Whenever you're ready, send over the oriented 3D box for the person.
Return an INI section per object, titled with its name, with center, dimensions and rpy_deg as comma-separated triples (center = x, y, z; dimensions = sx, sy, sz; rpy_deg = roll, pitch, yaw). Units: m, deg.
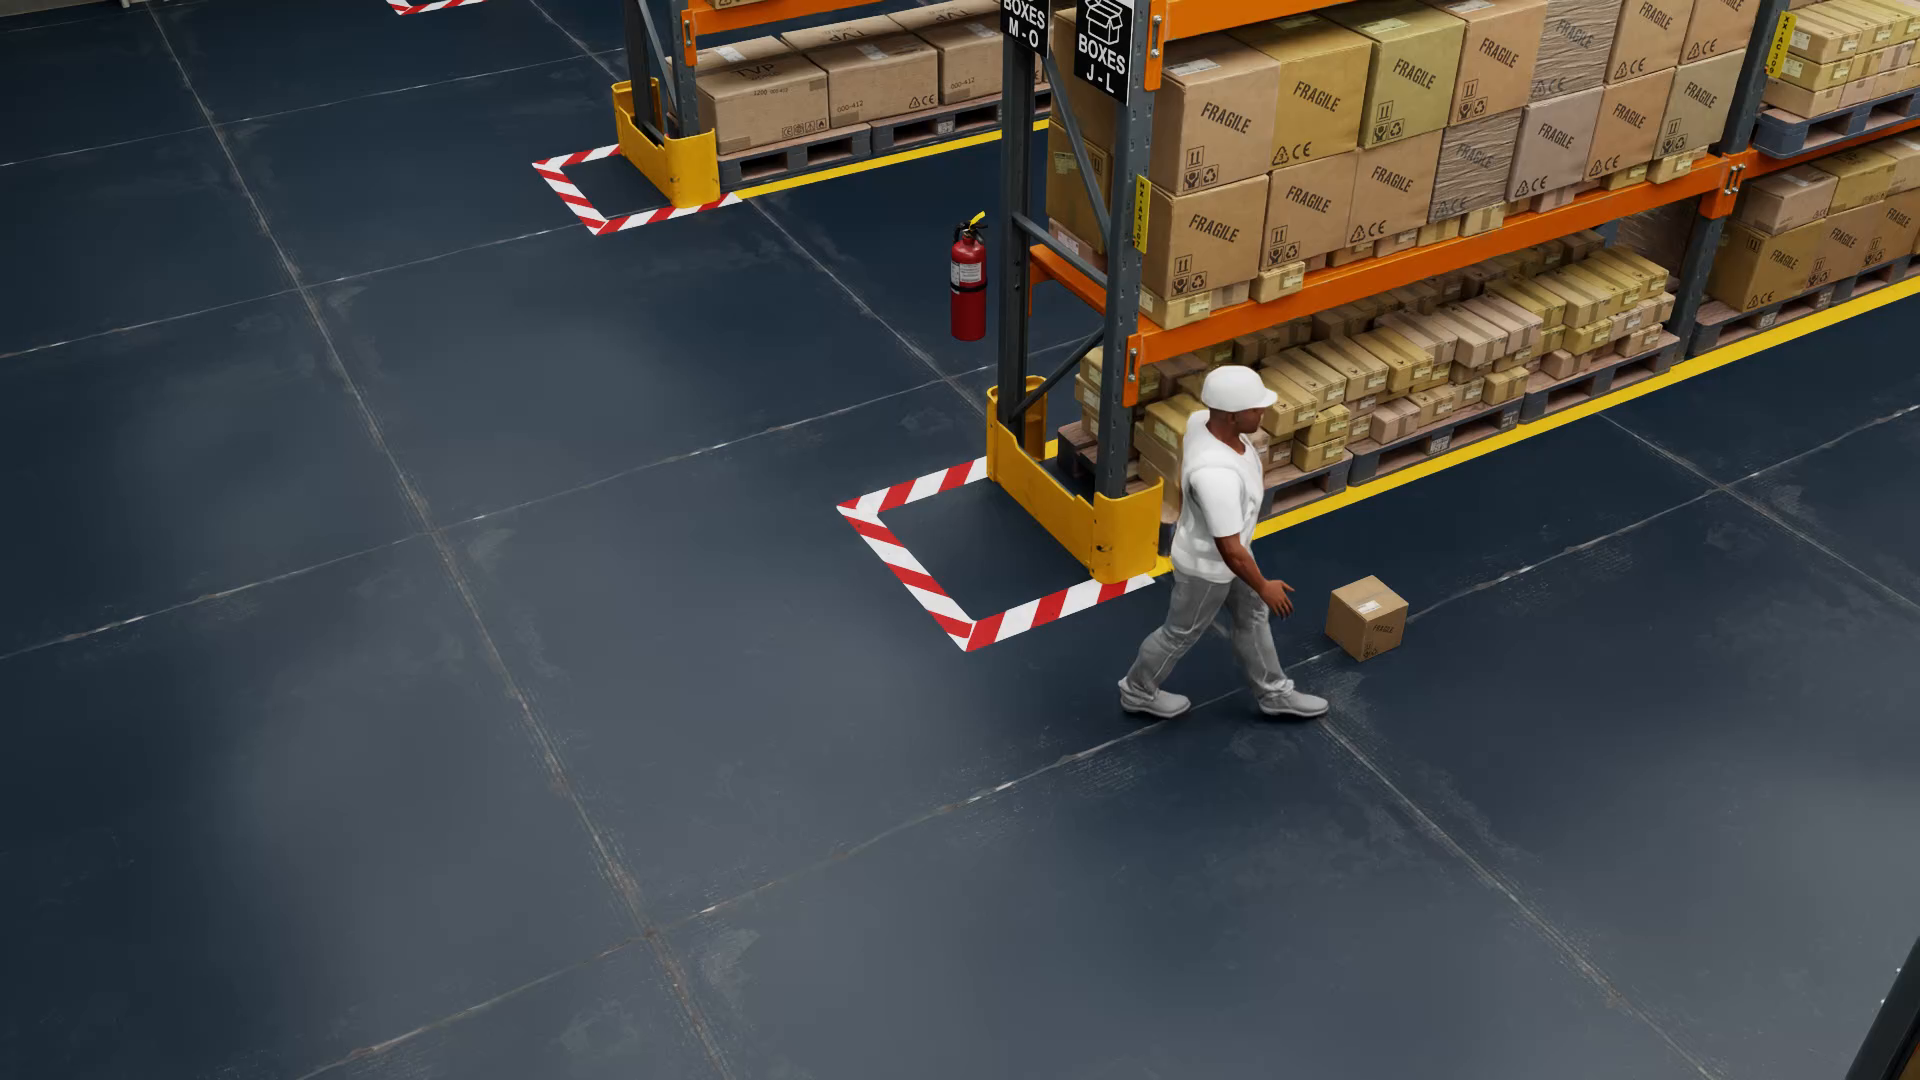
[person]
center = 1.142, 0.074, 6.781
dimensions = 0.910, 1.724, 0.587
rpy_deg = 10, 38, 13
